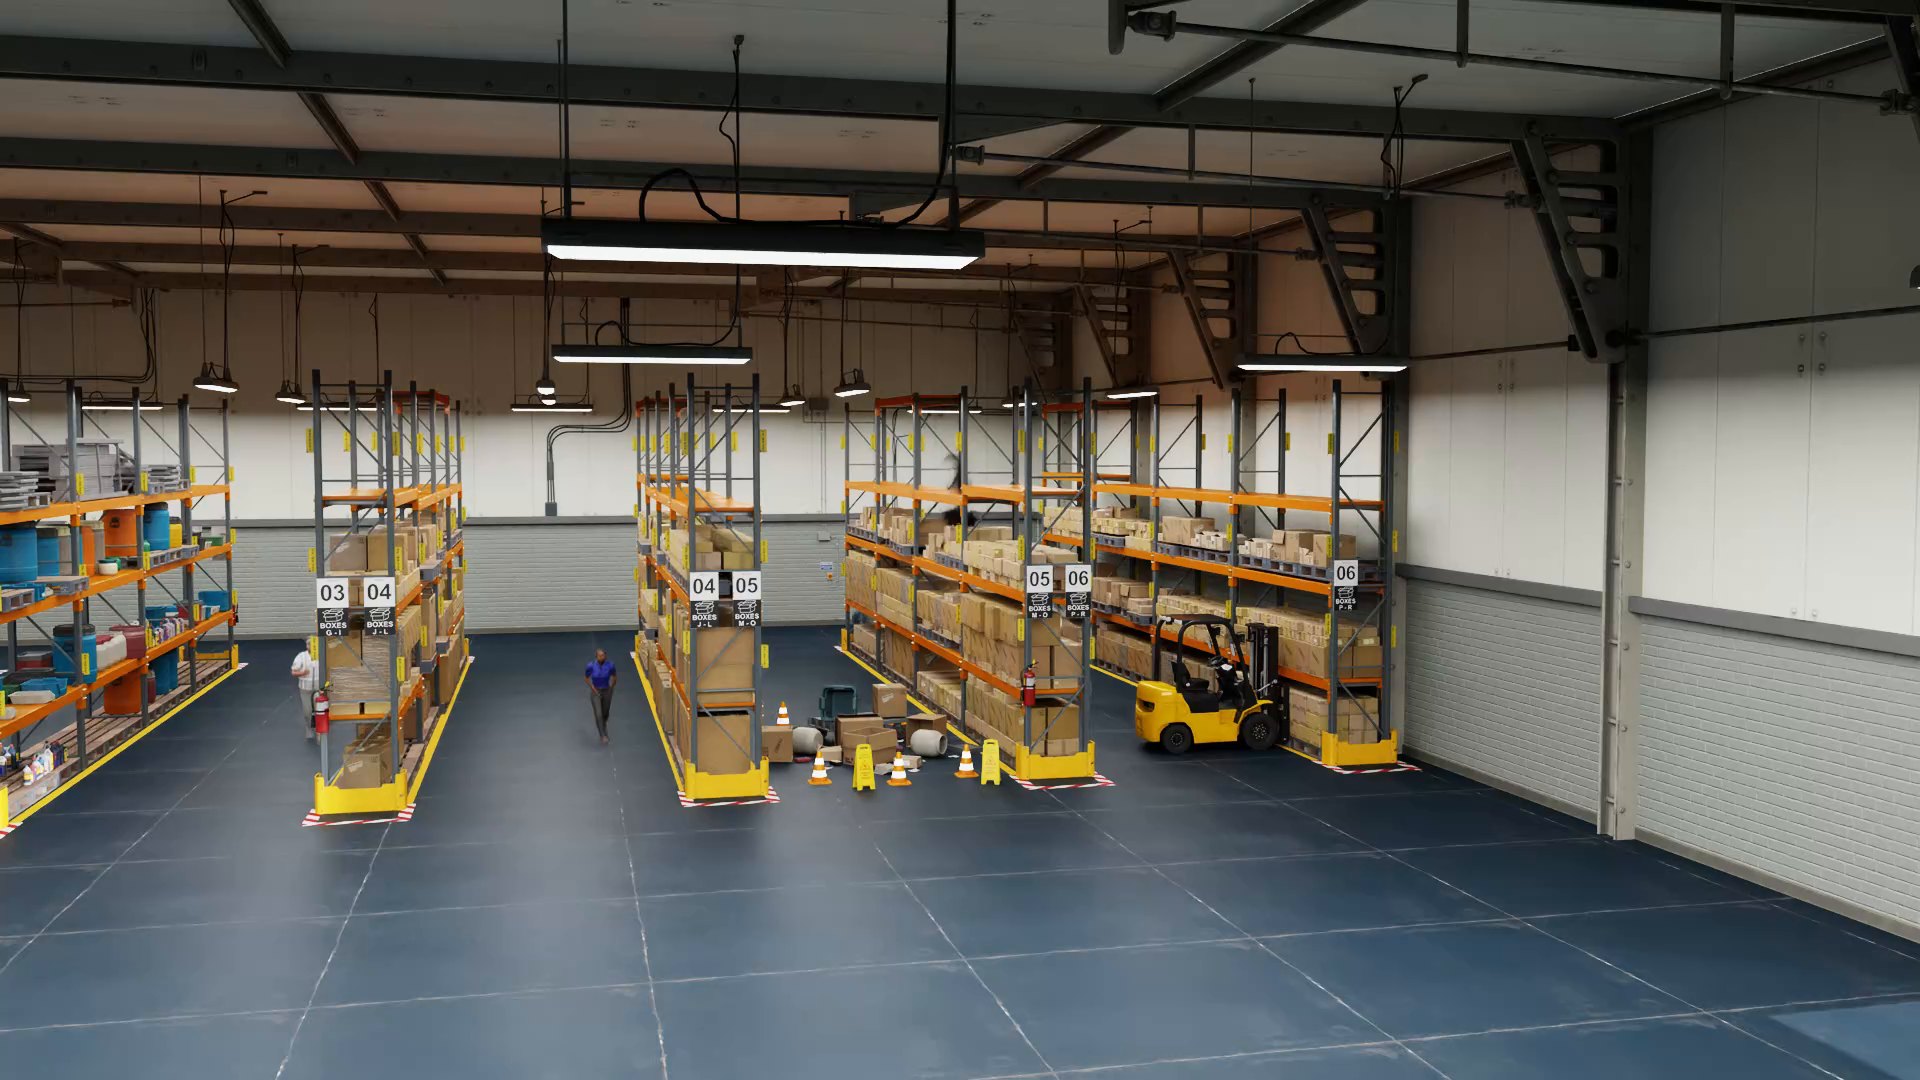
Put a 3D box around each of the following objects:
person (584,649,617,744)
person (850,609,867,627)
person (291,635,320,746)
[{"bbox_3d":[-6.066,2.601,28.068,0.548,1.605,0.755,-1,3,-13],"label":"person"},{"bbox_3d":[-2.476,1.723,41.504,0.650,1.728,0.684,-1,4,-21],"label":"person"},{"bbox_3d":[-10.842,2.489,27.848,0.653,1.809,0.917,-1,4,-24],"label":"person"}]
